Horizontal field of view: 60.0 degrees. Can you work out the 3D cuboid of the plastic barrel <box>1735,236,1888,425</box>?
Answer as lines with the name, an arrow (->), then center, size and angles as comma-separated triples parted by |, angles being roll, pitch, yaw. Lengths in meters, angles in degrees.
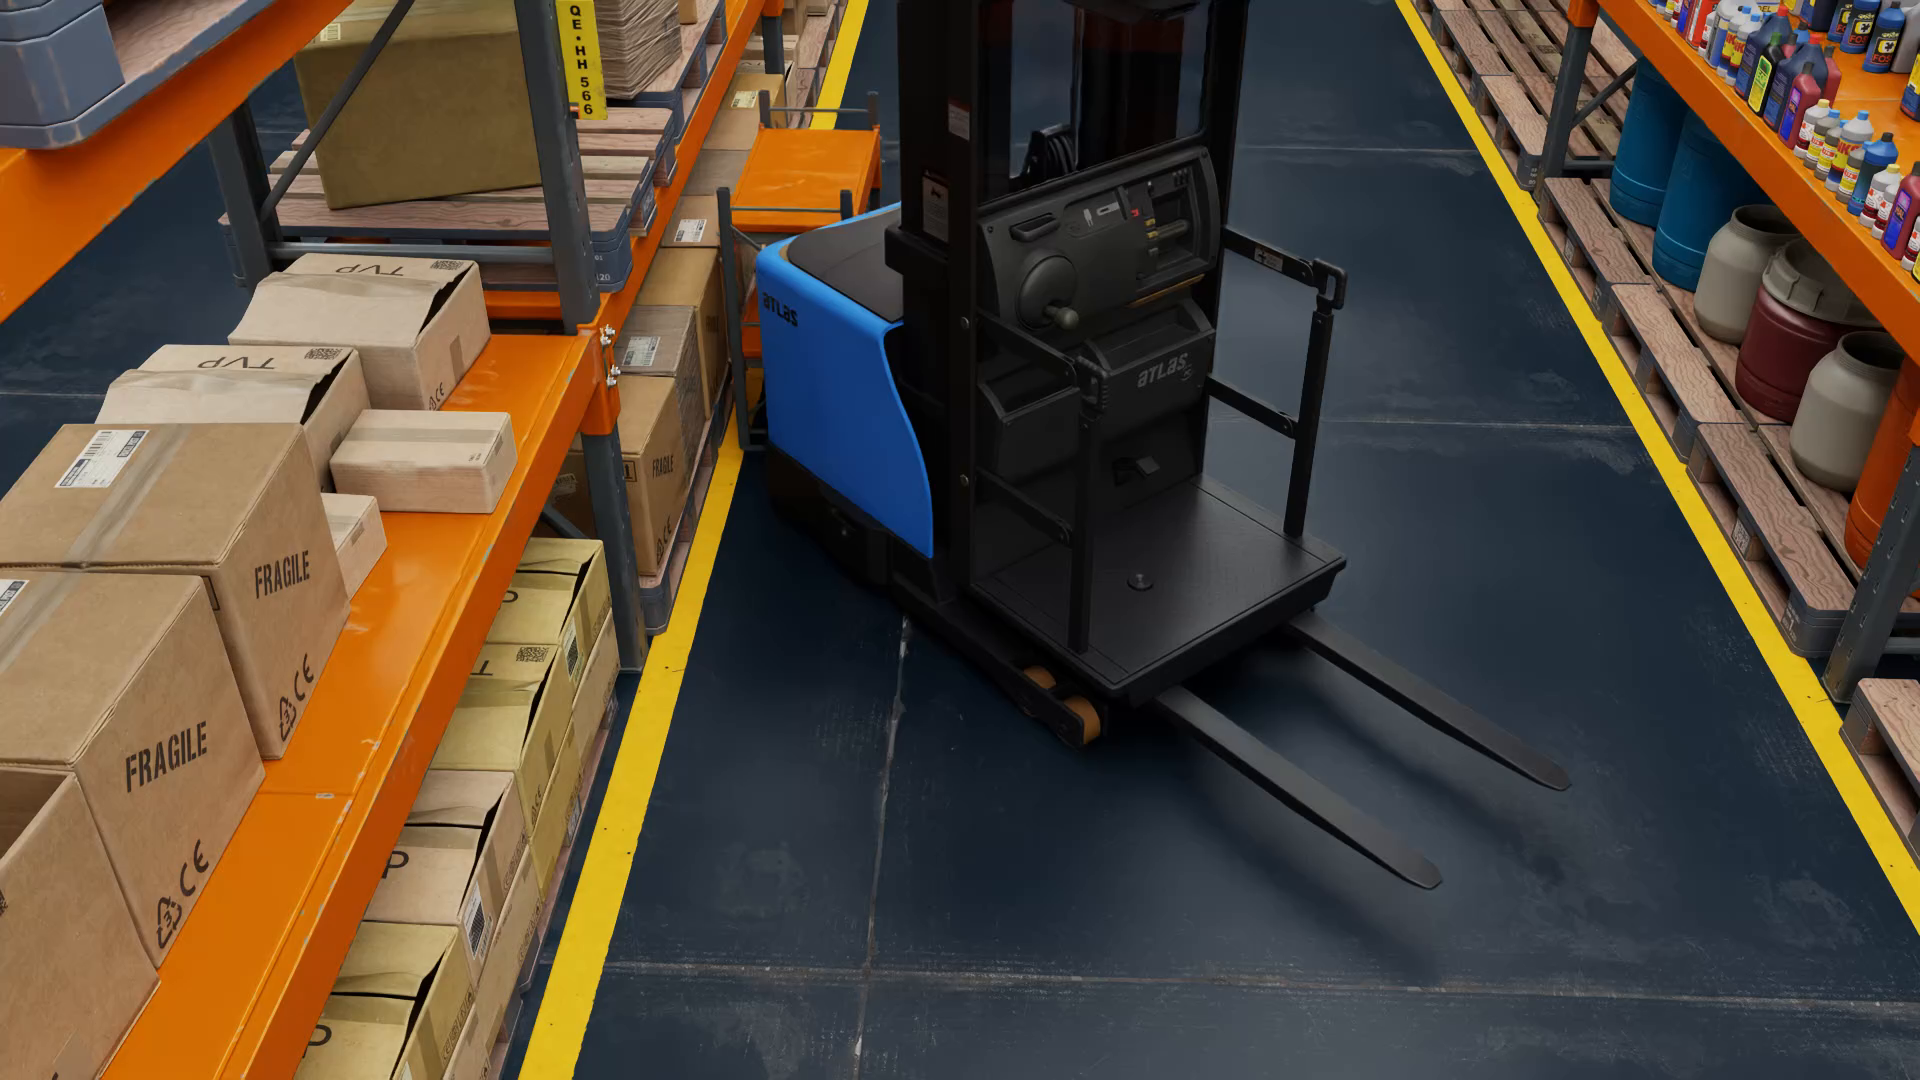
plastic barrel -> 3.428, -0.822, 6.543 | 0.600, 0.588, 0.708 | 1, 35, 2

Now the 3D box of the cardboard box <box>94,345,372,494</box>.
cardboard box -> -1.798, -0.277, 4.113 | 0.500, 0.311, 0.500 | 1, 35, 1

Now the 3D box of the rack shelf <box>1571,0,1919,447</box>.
rack shelf -> 3.461, -1.561, 6.488 | 1.077, 0.370, 4.000 | 1, 35, 2

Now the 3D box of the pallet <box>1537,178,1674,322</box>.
pallet -> 3.468, -1.421, 8.089 | 1.003, 0.211, 1.213 | 1, 35, 2

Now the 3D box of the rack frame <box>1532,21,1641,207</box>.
rack frame -> 3.541, -3.004, 7.916 | 1.000, 3.000, 0.127 | 1, 35, 2

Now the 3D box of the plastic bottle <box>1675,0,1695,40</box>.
plastic bottle -> 3.064, -2.246, 6.938 | 0.061, 0.283, 0.133 | 1, 35, 2

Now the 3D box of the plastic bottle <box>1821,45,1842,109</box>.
plastic bottle -> 3.168, -1.660, 6.105 | 0.061, 0.283, 0.133 | 1, 35, 2

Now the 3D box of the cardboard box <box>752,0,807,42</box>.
cardboard box -> -1.338, -3.359, 10.209 | 0.797, 0.503, 0.637 | 1, 35, 2

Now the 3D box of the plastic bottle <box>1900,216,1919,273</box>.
plastic bottle -> 2.993, -0.933, 5.142 | 0.097, 0.201, 0.097 | 0, 35, 0

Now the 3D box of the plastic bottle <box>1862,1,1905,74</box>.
plastic bottle -> 3.673, -2.000, 6.599 | 0.097, 0.271, 0.097 | 0, 35, 0

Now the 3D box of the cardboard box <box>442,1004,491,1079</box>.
cardboard box -> -1.404, 1.319, 3.791 | 0.500, 0.250, 0.500 | 2, 35, 3

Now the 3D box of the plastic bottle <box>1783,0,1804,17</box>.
plastic bottle -> 3.687, -2.452, 7.173 | 0.144, 0.351, 0.185 | 1, 35, 2

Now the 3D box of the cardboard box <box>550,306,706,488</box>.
cardboard box -> -1.250, -0.536, 6.195 | 0.500, 0.500, 0.500 | 0, 35, 0

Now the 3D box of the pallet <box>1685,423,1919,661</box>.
pallet -> 3.370, -0.019, 6.094 | 1.003, 0.211, 1.213 | 1, 35, 2

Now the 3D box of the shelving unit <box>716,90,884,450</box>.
shelving unit -> -0.621, -1.122, 6.868 | 0.538, 1.125, 1.048 | 2, 35, 2

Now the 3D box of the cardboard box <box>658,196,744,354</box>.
cardboard box -> -1.209, -1.124, 7.032 | 0.500, 0.500, 0.500 | 0, 35, 0

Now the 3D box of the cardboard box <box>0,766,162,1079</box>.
cardboard box -> -1.661, 0.691, 2.571 | 0.500, 0.500, 0.500 | 4, 35, 5

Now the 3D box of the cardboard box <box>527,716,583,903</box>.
cardboard box -> -1.363, 0.734, 4.622 | 0.500, 0.250, 0.500 | 1, 35, 1

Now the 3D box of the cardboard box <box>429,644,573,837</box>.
cardboard box -> -1.358, 0.506, 4.459 | 0.500, 0.311, 0.500 | 1, 35, 1

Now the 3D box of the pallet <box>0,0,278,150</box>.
pallet -> -1.549, -0.938, 2.532 | 1.003, 0.211, 1.213 | 3, 35, 4

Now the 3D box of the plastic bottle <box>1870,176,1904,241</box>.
plastic bottle -> 3.003, -1.066, 5.330 | 0.097, 0.201, 0.097 | 0, 35, 0

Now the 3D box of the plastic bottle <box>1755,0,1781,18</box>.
plastic bottle -> 3.257, -2.161, 6.824 | 0.152, 0.276, 0.135 | 1, 35, 2

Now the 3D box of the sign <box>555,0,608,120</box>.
sign -> -1.014, -1.286, 4.464 | 0.100, 0.325, 0.005 | 1, 35, 2

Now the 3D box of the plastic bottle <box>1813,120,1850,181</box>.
plastic bottle -> 3.022, -1.345, 5.728 | 0.097, 0.201, 0.097 | 0, 35, 0

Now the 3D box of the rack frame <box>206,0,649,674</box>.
rack frame -> -1.569, -0.823, 4.812 | 1.000, 3.000, 0.127 | 1, 35, 2

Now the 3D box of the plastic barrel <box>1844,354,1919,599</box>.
plastic barrel -> 3.383, -0.272, 5.550 | 0.600, 0.830, 0.708 | 1, 35, 2

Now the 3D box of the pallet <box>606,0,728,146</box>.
pallet -> -1.495, -1.862, 6.457 | 1.003, 0.211, 1.213 | 1, 35, 2

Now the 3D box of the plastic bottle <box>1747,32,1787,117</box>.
plastic bottle -> 3.029, -1.740, 6.219 | 0.061, 0.283, 0.133 | 1, 35, 2

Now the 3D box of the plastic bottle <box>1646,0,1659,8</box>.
plastic bottle -> 3.127, -2.486, 7.287 | 0.152, 0.276, 0.135 | 1, 35, 2

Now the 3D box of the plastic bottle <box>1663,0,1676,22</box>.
plastic bottle -> 3.091, -2.334, 7.135 | 0.097, 0.201, 0.097 | 0, 35, 0

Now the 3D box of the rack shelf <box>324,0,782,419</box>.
rack shelf -> -1.488, -1.678, 6.654 | 1.077, 0.370, 4.000 | 1, 35, 2

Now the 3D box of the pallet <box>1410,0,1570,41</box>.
pallet -> 3.630, -3.689, 11.315 | 1.003, 0.211, 1.213 | 1, 35, 2

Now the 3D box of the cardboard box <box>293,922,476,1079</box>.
cardboard box -> -1.403, 1.084, 3.637 | 0.500, 0.311, 0.500 | 2, 35, 3

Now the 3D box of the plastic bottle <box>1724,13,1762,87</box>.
plastic bottle -> 3.059, -1.908, 6.467 | 0.097, 0.271, 0.097 | 0, 35, 0

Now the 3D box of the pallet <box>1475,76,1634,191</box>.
pallet -> 3.532, -2.287, 9.320 | 1.003, 0.211, 1.213 | 1, 35, 2

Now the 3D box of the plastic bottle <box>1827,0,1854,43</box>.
plastic bottle -> 3.688, -2.210, 6.898 | 0.097, 0.271, 0.097 | 0, 35, 0

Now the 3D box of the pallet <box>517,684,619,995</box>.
pallet -> -1.641, 0.790, 4.942 | 1.003, 0.211, 1.213 | 1, 35, 2

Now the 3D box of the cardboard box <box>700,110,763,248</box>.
cardboard box -> -1.170, -1.704, 7.858 | 0.500, 0.500, 0.500 | 1, 35, 2

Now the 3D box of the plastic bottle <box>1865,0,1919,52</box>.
plastic bottle -> 3.808, -2.143, 6.798 | 0.152, 0.276, 0.135 | 1, 35, 2

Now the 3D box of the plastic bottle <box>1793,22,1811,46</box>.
plastic bottle -> 3.200, -1.848, 6.383 | 0.097, 0.271, 0.097 | 0, 35, 0

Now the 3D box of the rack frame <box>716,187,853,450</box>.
rack frame -> -0.648, -0.830, 6.453 | 0.500, 1.125, 0.032 | 2, 35, 2

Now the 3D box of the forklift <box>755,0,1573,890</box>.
forklift -> 0.580, -0.864, 4.930 | 1.130, 2.935, 3.031 | -25, 42, -31

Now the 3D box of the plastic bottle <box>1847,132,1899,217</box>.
plastic bottle -> 3.010, -1.206, 5.470 | 0.097, 0.271, 0.097 | 0, 35, 0

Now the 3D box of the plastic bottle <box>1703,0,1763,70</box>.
plastic bottle -> 3.095, -2.031, 6.640 | 0.152, 0.276, 0.135 | 1, 35, 2

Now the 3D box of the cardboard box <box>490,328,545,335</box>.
cardboard box -> -1.768, -0.862, 6.007 | 0.500, 0.250, 0.500 | 3, 35, 4

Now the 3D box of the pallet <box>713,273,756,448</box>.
pallet -> -1.449, -0.809, 7.218 | 1.003, 0.211, 1.213 | 1, 35, 2

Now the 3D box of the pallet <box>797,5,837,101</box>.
pallet -> -1.333, -3.077, 10.445 | 1.003, 0.211, 1.213 | 1, 35, 2

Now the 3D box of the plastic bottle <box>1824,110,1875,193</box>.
plastic bottle -> 3.018, -1.318, 5.629 | 0.097, 0.271, 0.097 | 0, 35, 0

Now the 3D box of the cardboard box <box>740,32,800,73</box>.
cardboard box -> -1.150, -2.875, 9.814 | 0.380, 0.166, 0.250 | 1, 35, 2

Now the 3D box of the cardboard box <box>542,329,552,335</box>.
cardboard box -> -1.766, -0.523, 6.177 | 0.500, 0.500, 0.500 | 3, 35, 4

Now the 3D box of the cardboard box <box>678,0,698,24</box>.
cardboard box -> -1.417, -2.317, 6.486 | 0.700, 0.500, 0.500 | -7, 36, -10

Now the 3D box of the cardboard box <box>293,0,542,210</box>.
cardboard box -> -1.656, -1.400, 5.181 | 0.700, 0.500, 0.500 | -10, 36, -14

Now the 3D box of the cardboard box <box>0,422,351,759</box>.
cardboard box -> -1.620, 0.101, 3.411 | 0.500, 0.500, 0.500 | 0, 35, -1

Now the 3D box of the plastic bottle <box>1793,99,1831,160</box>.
plastic bottle -> 3.030, -1.457, 5.888 | 0.097, 0.201, 0.097 | 0, 35, 0

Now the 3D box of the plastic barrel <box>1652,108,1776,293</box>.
plastic barrel -> 3.474, -1.599, 7.376 | 0.600, 0.901, 0.708 | 1, 35, 2

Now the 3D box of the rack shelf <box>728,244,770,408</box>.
rack shelf -> -0.621, -0.922, 7.009 | 0.538, 0.278, 1.000 | 2, 35, 2
